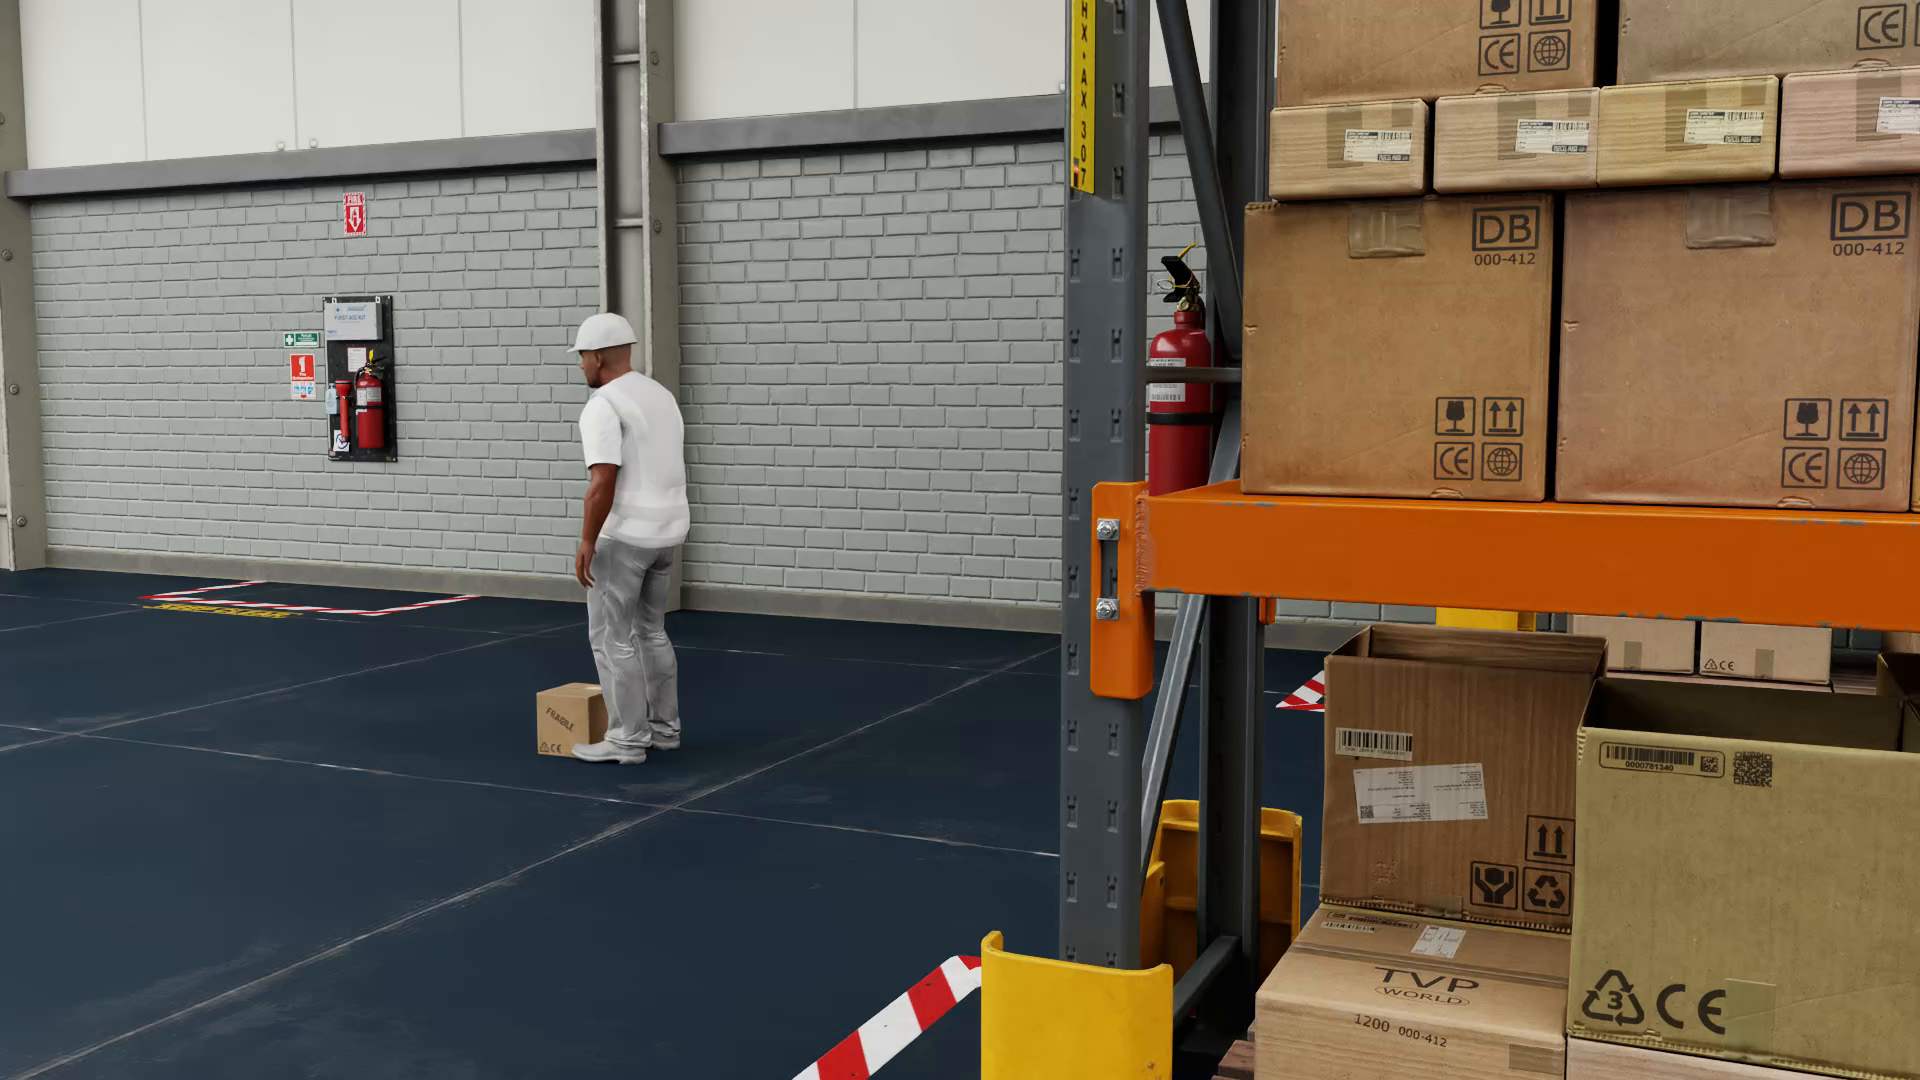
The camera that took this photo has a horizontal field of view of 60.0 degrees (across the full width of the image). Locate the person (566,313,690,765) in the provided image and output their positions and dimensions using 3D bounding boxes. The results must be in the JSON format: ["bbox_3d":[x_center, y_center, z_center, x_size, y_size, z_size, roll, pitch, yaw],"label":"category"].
[{"bbox_3d":[-1.320,-0.012,6.579,0.460,1.760,0.618,2,6,21],"label":"person"}]
